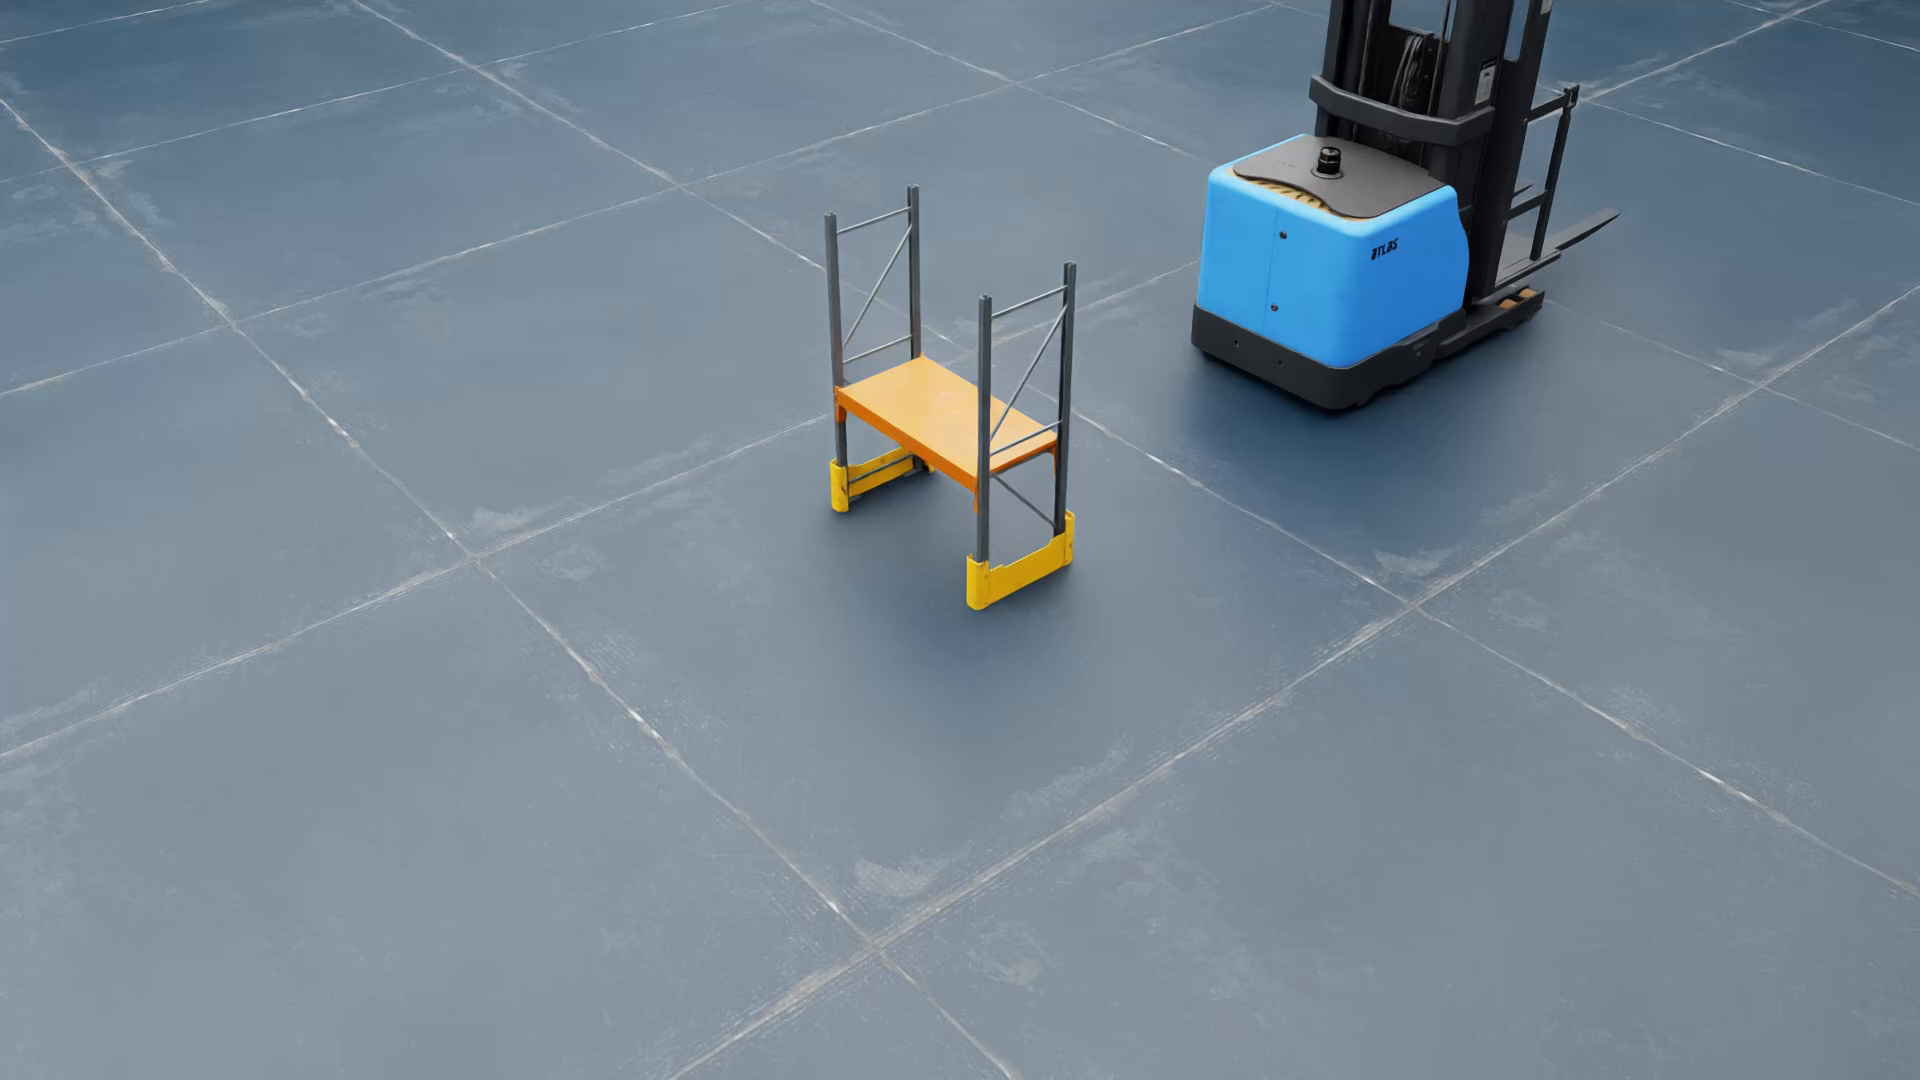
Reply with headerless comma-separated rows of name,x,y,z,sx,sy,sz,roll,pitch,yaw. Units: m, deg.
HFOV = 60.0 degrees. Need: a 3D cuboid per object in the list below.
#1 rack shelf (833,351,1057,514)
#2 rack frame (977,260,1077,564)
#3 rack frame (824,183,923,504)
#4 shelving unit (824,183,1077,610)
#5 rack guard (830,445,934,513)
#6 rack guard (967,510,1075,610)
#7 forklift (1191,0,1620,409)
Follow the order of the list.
rack shelf,-0.055,-0.503,7.474,0.538,0.185,1.000,-26,43,-32
rack frame,0.273,-0.425,7.053,0.500,1.500,0.032,-26,43,-32
rack frame,-0.383,-0.874,7.687,0.500,1.500,0.032,-26,43,-32
shelving unit,-0.049,-0.646,7.364,0.587,1.500,1.083,-26,43,-32
rack guard,-0.371,-0.356,8.036,0.587,0.250,0.087,-26,43,-32
rack guard,0.272,0.084,7.415,0.587,0.250,0.087,-26,43,-32
forklift,2.708,-2.594,8.876,3.031,2.935,1.130,-27,44,-33
